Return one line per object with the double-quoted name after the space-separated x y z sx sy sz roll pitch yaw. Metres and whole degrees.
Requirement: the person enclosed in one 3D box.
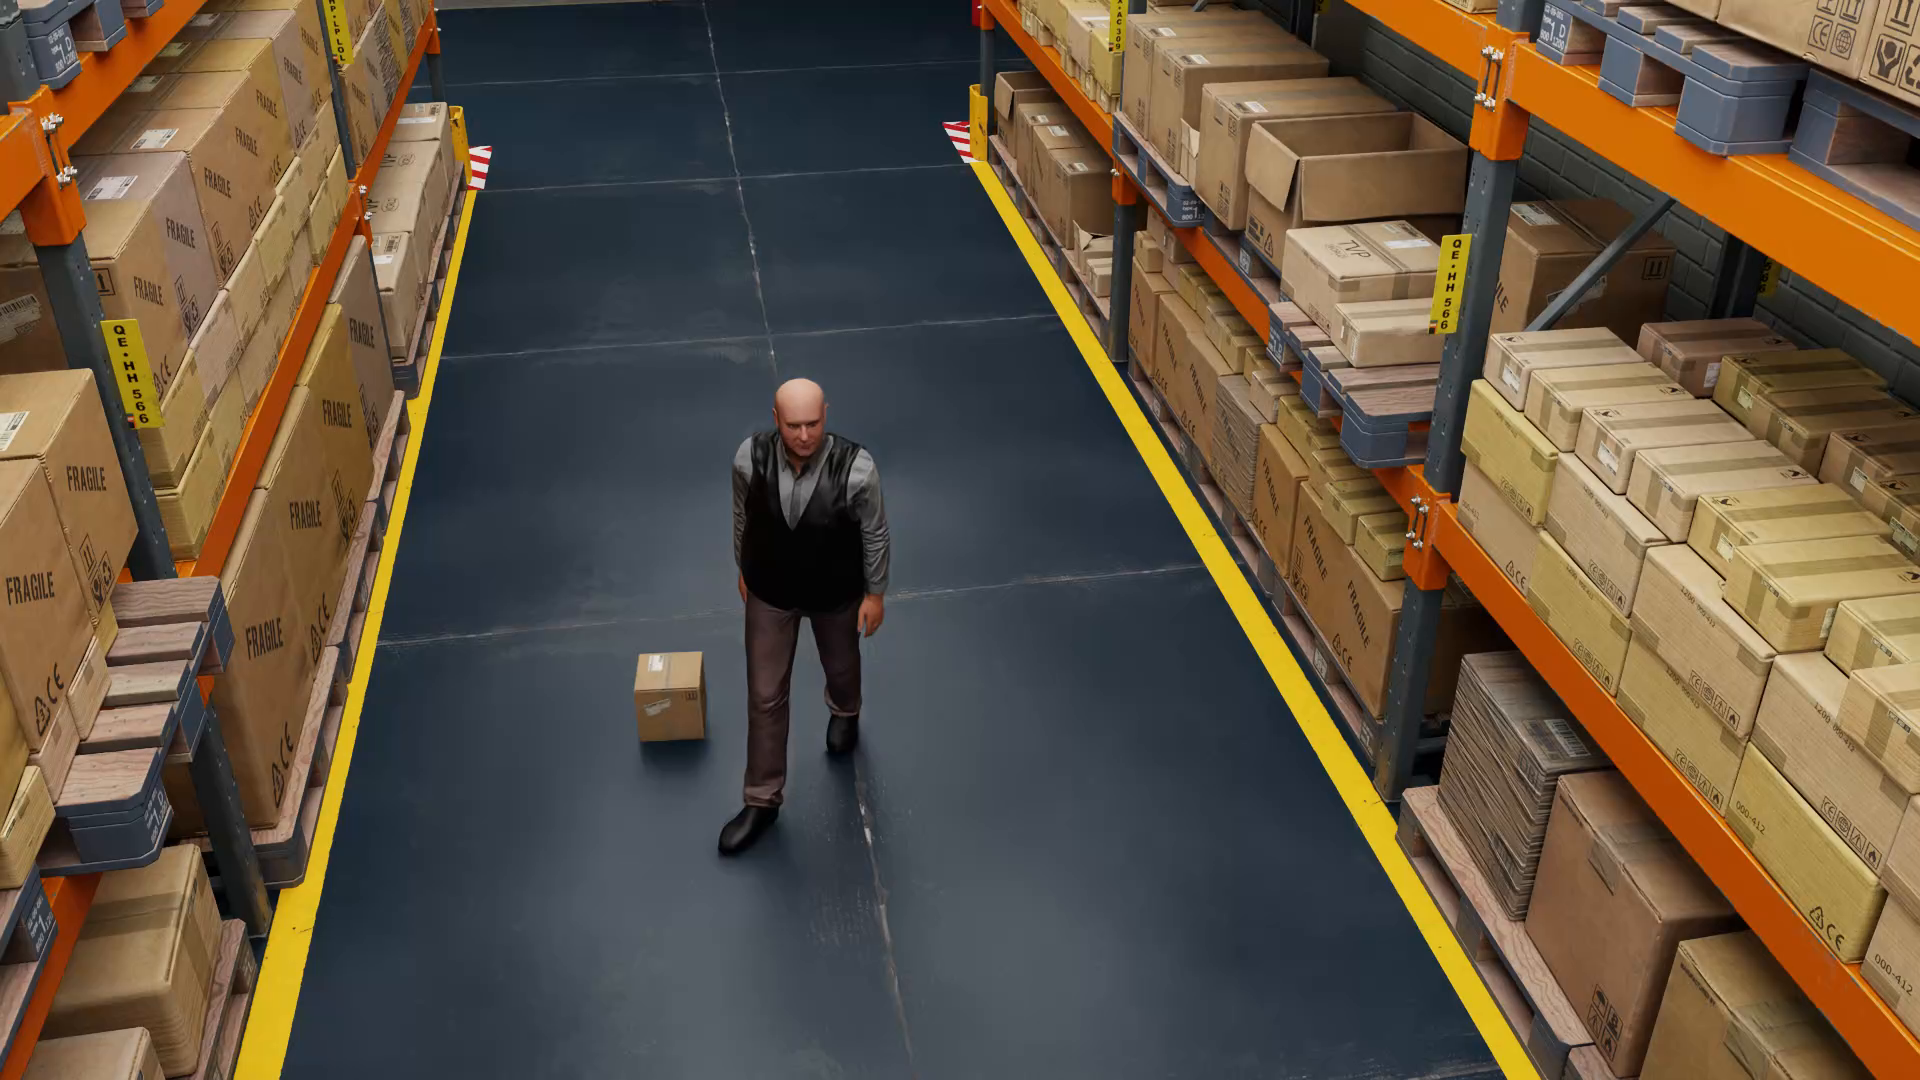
-0.537 0.184 5.852 0.595 1.675 0.904 2 31 4 "person"
